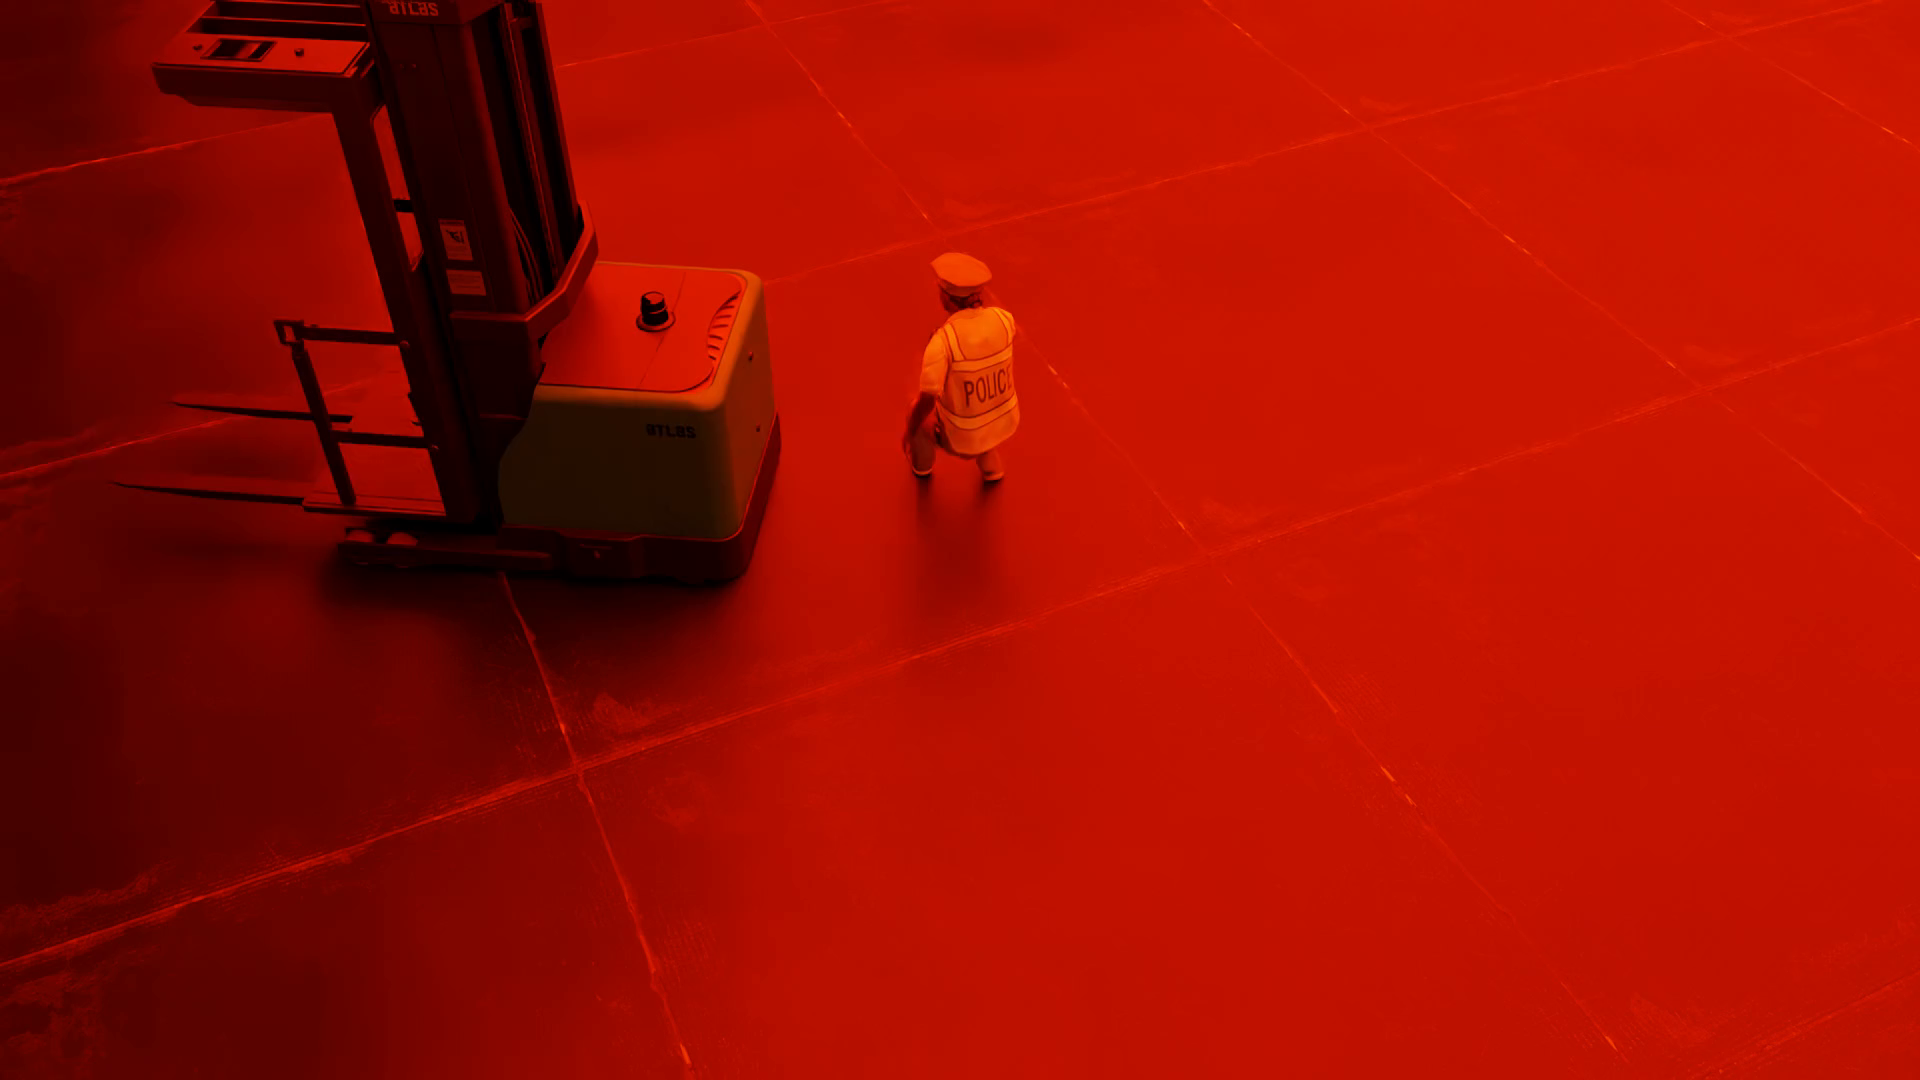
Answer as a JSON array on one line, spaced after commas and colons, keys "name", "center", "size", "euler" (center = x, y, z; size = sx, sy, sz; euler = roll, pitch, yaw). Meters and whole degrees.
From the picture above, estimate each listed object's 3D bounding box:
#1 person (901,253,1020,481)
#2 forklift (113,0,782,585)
[{"name": "person", "center": [-0.065, -0.708, 7.615], "size": [0.726, 1.462, 0.858], "euler": [-28, 50, -26]}, {"name": "forklift", "center": [-2.433, -1.297, 7.070], "size": [3.031, 2.935, 1.130], "euler": [4, 43, 4]}]
